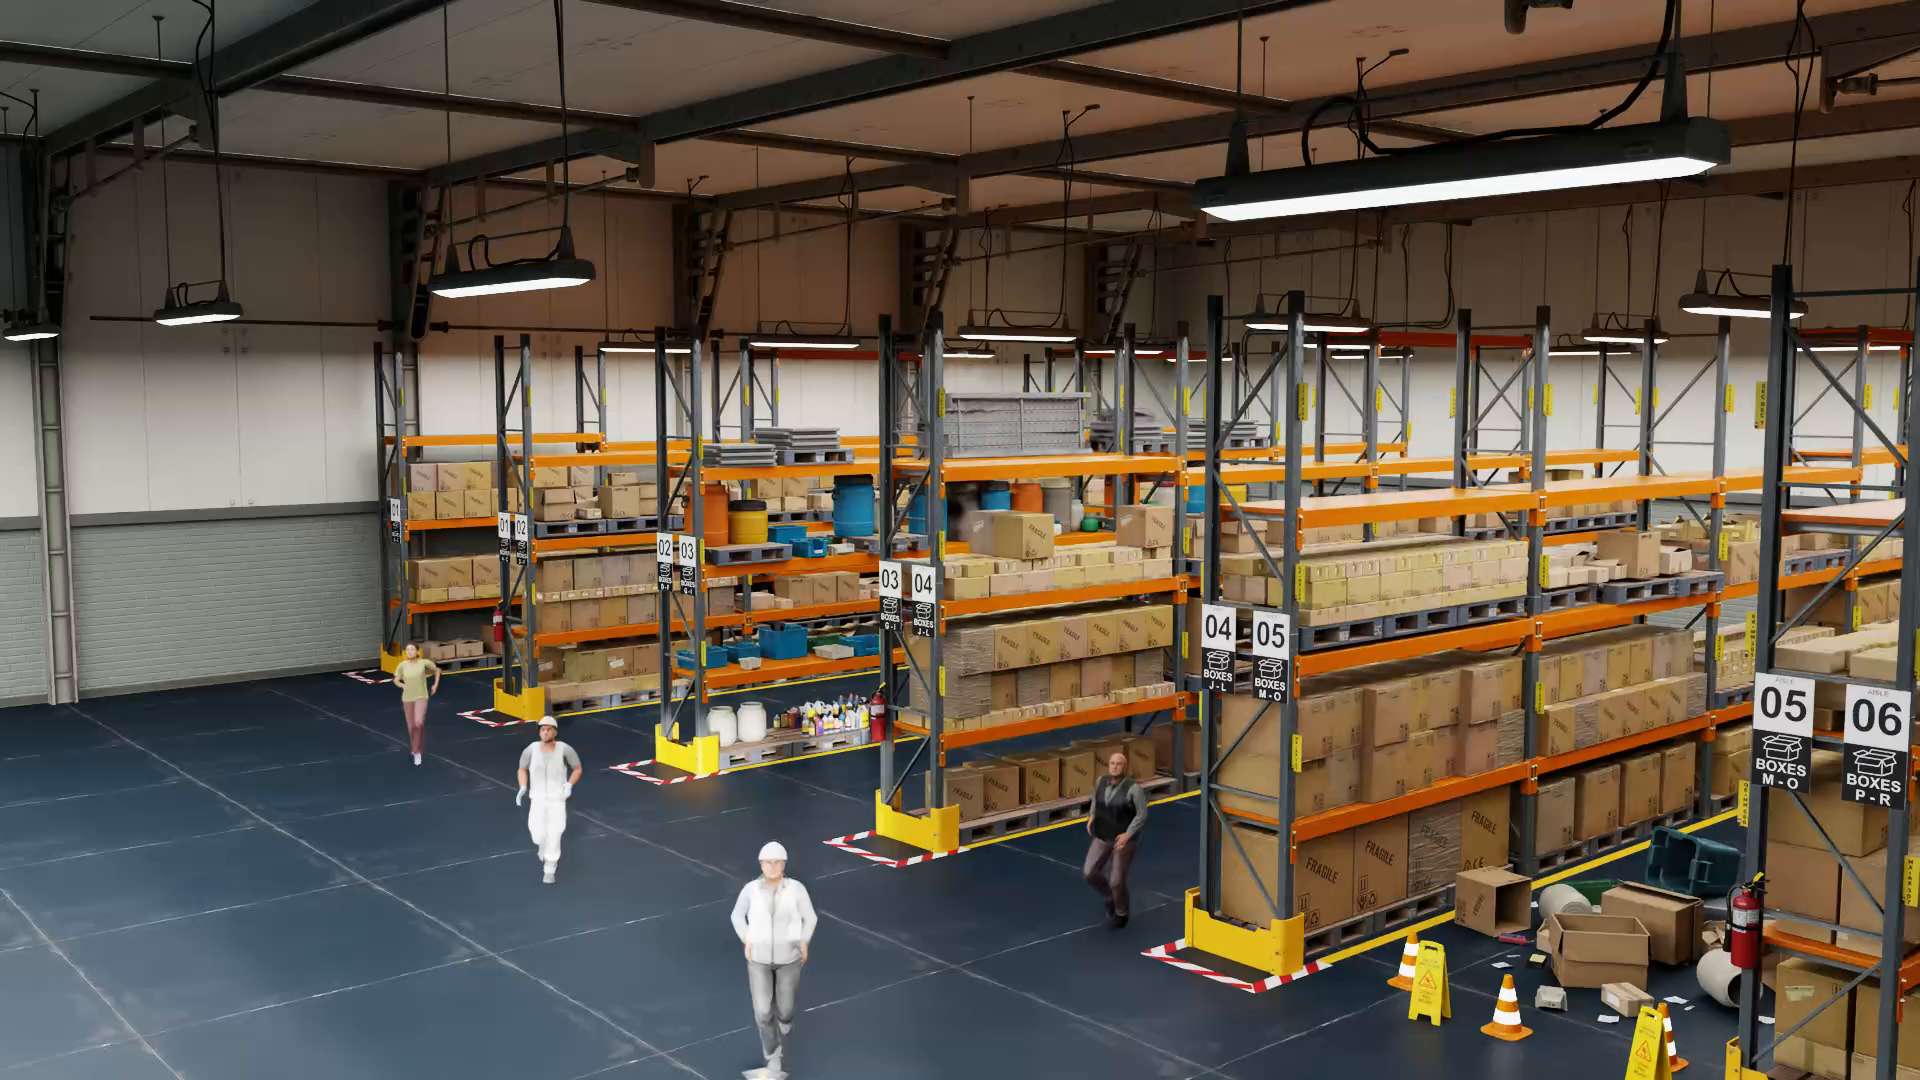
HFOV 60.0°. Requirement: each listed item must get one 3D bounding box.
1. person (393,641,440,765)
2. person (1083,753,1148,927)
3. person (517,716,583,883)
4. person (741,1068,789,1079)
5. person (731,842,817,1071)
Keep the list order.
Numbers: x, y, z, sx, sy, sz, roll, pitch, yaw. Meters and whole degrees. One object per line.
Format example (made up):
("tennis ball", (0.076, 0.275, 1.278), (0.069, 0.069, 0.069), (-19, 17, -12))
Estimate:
("person", (-7.565, 2.251, 23.128), (0.579, 1.694, 0.720), (-1, 5, -6))
("person", (1.449, 2.879, 15.931), (0.683, 1.687, 0.545), (4, 7, 38))
("person", (-4.327, 2.713, 17.516), (0.654, 1.732, 0.573), (-1, 5, -7))
("person", (-1.020, 3.551, 8.700), (0.618, 1.696, 0.842), (0, 5, 2))
("person", (-1.420, 3.159, 12.697), (0.660, 1.741, 0.670), (0, 5, -4))
